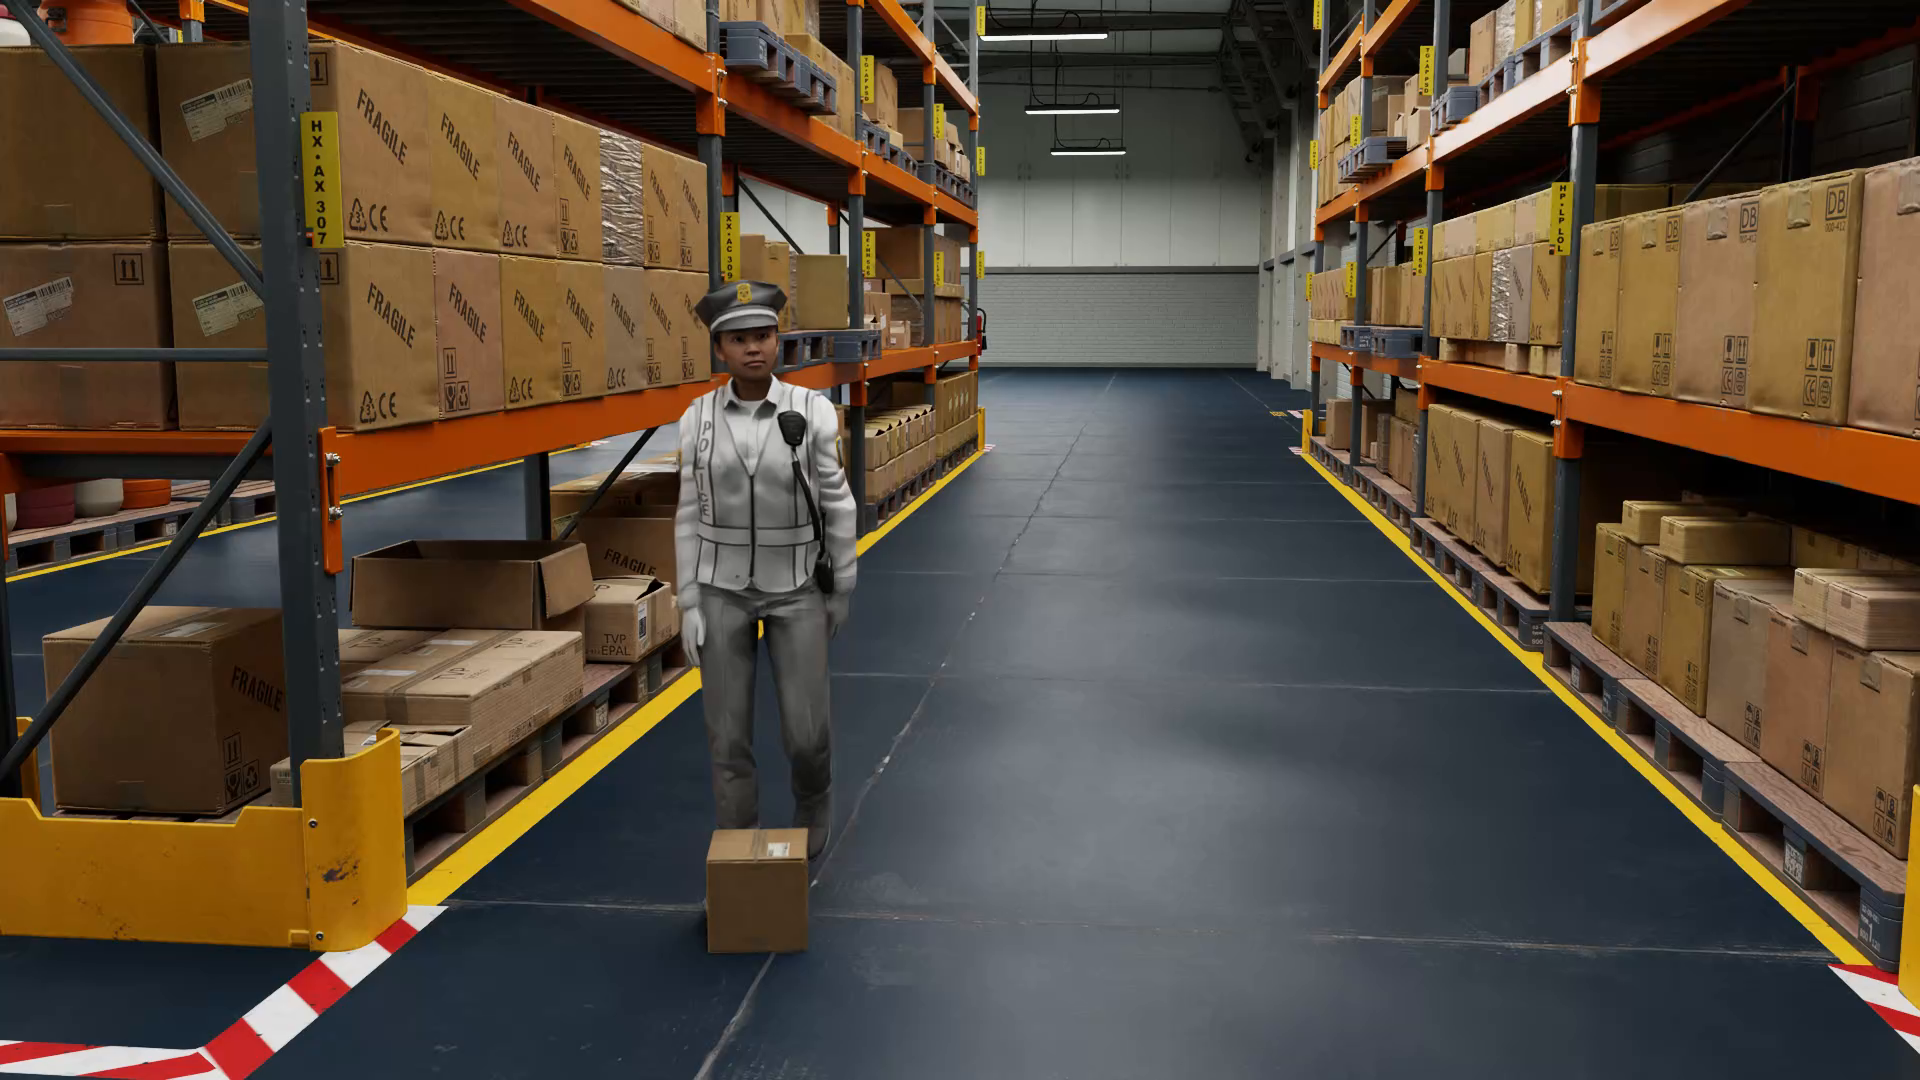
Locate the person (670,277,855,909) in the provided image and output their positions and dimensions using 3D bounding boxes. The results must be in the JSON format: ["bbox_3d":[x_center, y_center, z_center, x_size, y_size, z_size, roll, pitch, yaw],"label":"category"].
[{"bbox_3d":[-0.526,0.141,4.491,0.486,1.675,0.465,0,8,2],"label":"person"}]
